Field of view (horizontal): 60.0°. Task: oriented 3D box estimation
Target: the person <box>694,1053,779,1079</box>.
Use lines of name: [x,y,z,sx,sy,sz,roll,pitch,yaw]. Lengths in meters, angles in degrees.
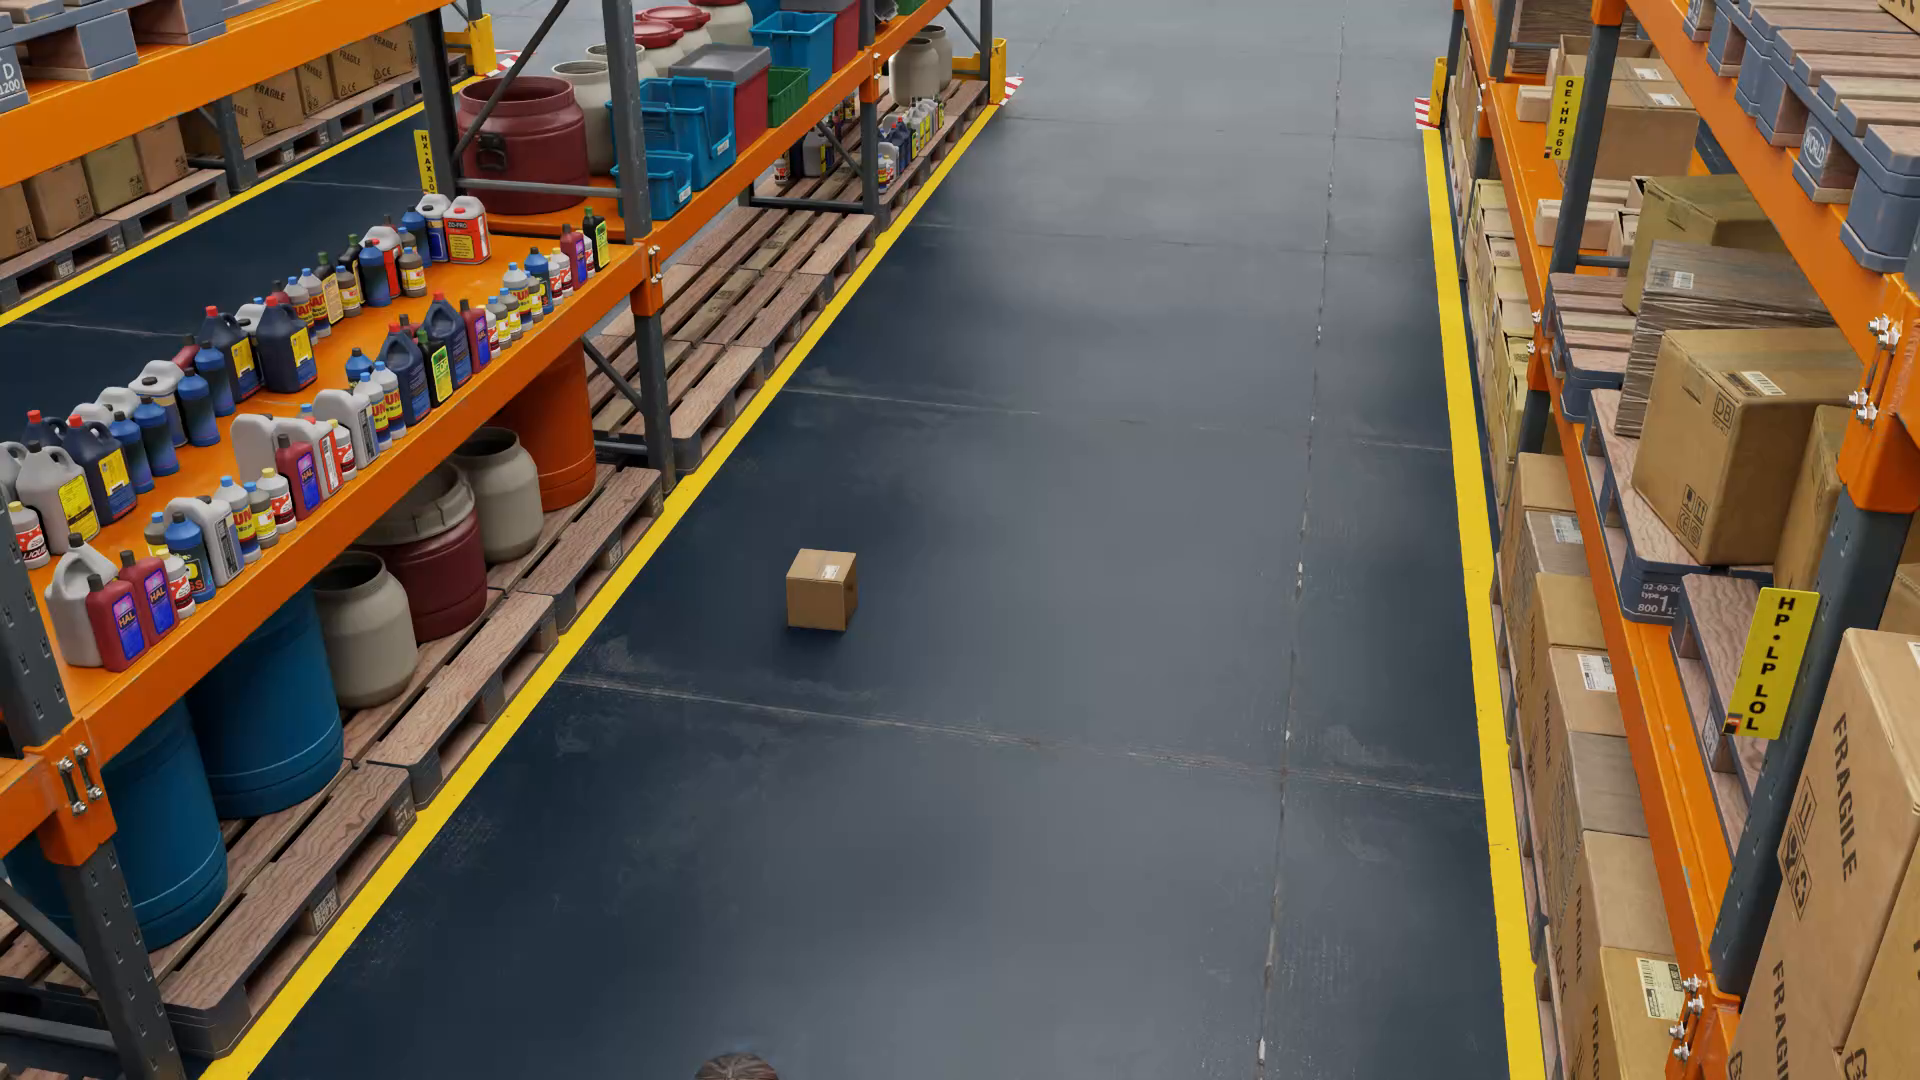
person: [-0.362,1.581,3.278,0.456,1.604,0.978,1,29,2]
